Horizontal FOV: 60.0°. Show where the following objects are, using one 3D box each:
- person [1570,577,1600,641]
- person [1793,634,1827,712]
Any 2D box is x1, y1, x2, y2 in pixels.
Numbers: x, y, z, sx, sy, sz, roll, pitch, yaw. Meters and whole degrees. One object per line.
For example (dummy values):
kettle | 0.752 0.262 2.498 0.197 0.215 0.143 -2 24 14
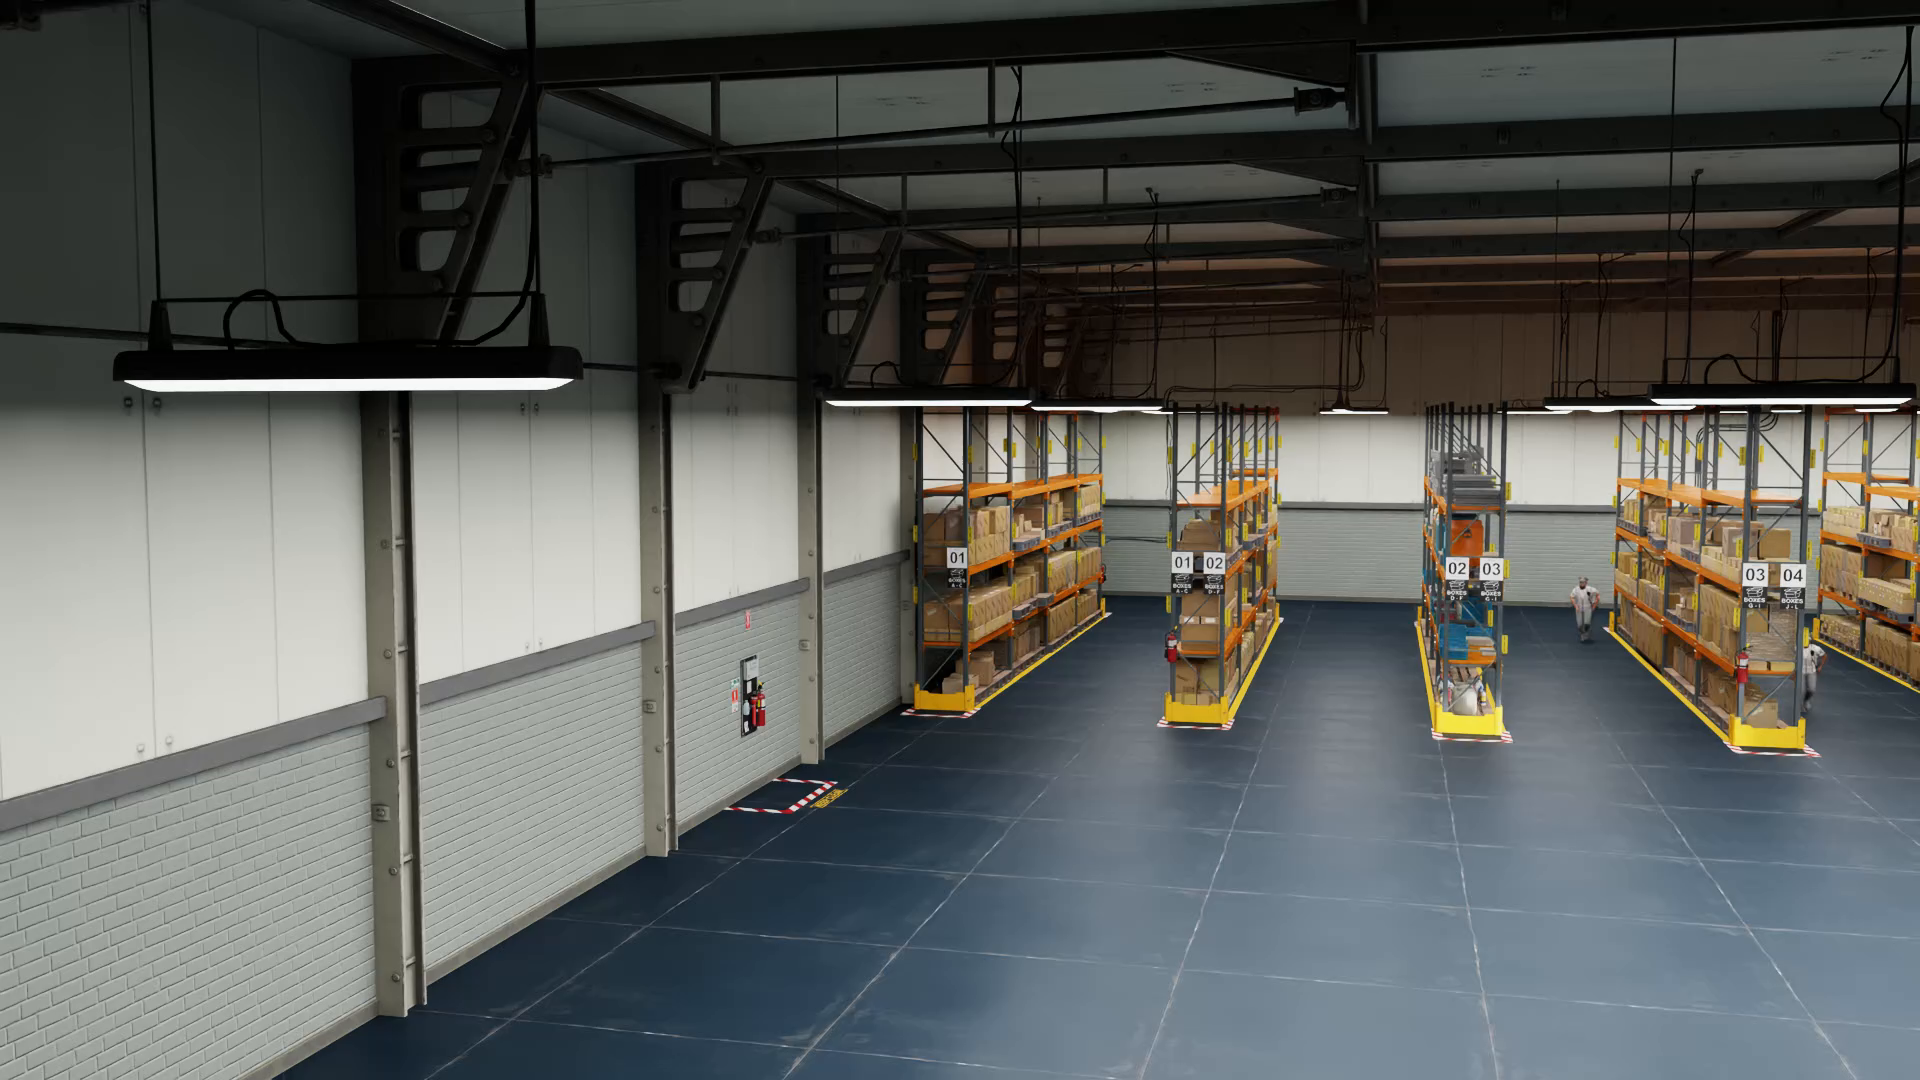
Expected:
person | 15.957 1.756 42.450 0.710 1.675 0.718 2 5 26
person | 16.389 2.554 32.128 0.633 1.601 0.718 2 5 22
